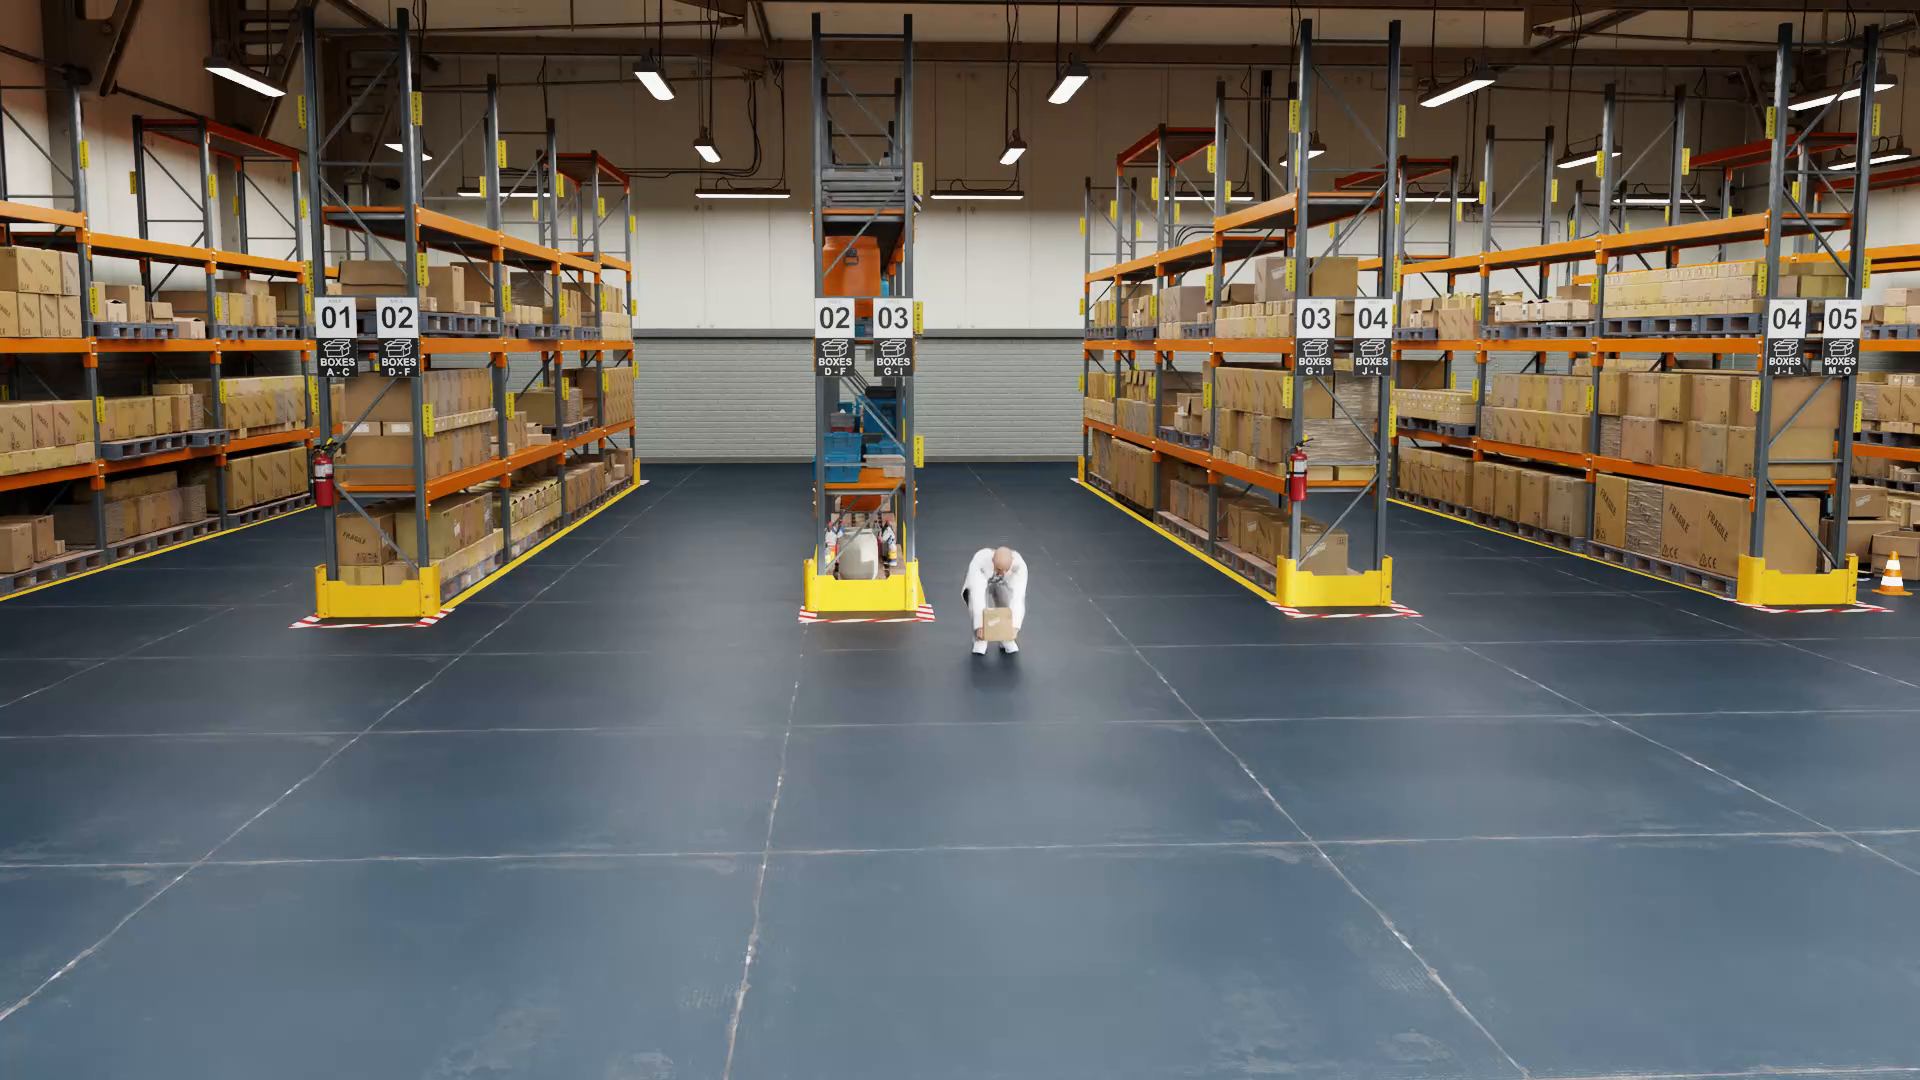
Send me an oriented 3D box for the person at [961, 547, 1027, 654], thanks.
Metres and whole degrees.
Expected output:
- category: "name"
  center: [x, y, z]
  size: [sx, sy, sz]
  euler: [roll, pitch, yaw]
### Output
- category: "person"
  center: [0.310, 0.521, 14.744]
  size: [0.585, 0.992, 0.939]
  euler: [-1, 7, -6]
